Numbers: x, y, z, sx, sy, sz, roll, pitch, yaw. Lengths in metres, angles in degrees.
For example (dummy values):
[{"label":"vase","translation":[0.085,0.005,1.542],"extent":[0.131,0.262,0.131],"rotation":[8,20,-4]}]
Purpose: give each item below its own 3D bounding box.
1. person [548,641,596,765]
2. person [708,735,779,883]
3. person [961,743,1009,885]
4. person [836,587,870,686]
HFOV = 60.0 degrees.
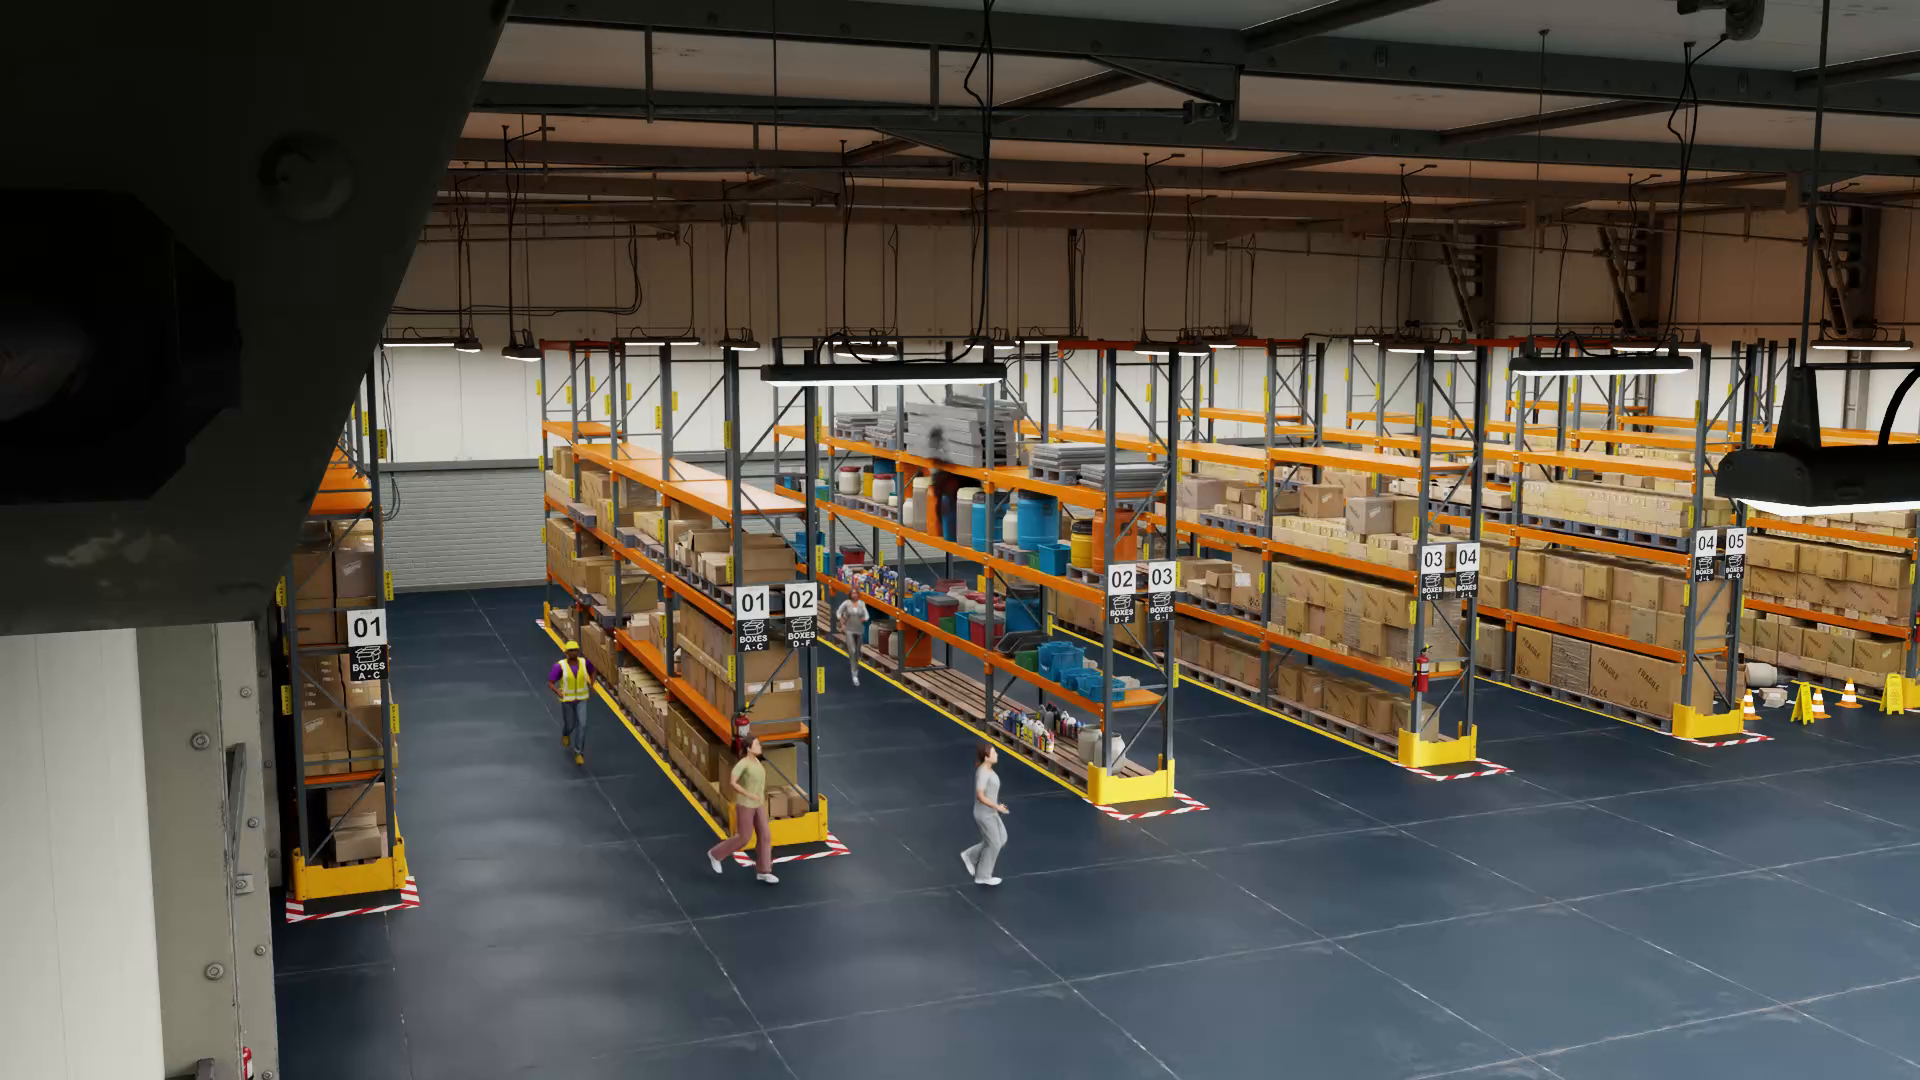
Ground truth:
[{"label":"person","translation":[-5.626,2.332,24.231],"extent":[0.707,1.762,0.891],"rotation":[-3,8,-23]},{"label":"person","translation":[-2.392,3.042,19.067],"extent":[0.913,1.625,0.635],"rotation":[3,8,23]},{"label":"person","translation":[0.278,3.091,18.756],"extent":[0.563,1.633,0.581],"rotation":[1,7,6]},{"label":"person","translation":[-1.790,1.590,28.081],"extent":[0.532,1.626,0.716],"rotation":[-2,8,-17]}]
